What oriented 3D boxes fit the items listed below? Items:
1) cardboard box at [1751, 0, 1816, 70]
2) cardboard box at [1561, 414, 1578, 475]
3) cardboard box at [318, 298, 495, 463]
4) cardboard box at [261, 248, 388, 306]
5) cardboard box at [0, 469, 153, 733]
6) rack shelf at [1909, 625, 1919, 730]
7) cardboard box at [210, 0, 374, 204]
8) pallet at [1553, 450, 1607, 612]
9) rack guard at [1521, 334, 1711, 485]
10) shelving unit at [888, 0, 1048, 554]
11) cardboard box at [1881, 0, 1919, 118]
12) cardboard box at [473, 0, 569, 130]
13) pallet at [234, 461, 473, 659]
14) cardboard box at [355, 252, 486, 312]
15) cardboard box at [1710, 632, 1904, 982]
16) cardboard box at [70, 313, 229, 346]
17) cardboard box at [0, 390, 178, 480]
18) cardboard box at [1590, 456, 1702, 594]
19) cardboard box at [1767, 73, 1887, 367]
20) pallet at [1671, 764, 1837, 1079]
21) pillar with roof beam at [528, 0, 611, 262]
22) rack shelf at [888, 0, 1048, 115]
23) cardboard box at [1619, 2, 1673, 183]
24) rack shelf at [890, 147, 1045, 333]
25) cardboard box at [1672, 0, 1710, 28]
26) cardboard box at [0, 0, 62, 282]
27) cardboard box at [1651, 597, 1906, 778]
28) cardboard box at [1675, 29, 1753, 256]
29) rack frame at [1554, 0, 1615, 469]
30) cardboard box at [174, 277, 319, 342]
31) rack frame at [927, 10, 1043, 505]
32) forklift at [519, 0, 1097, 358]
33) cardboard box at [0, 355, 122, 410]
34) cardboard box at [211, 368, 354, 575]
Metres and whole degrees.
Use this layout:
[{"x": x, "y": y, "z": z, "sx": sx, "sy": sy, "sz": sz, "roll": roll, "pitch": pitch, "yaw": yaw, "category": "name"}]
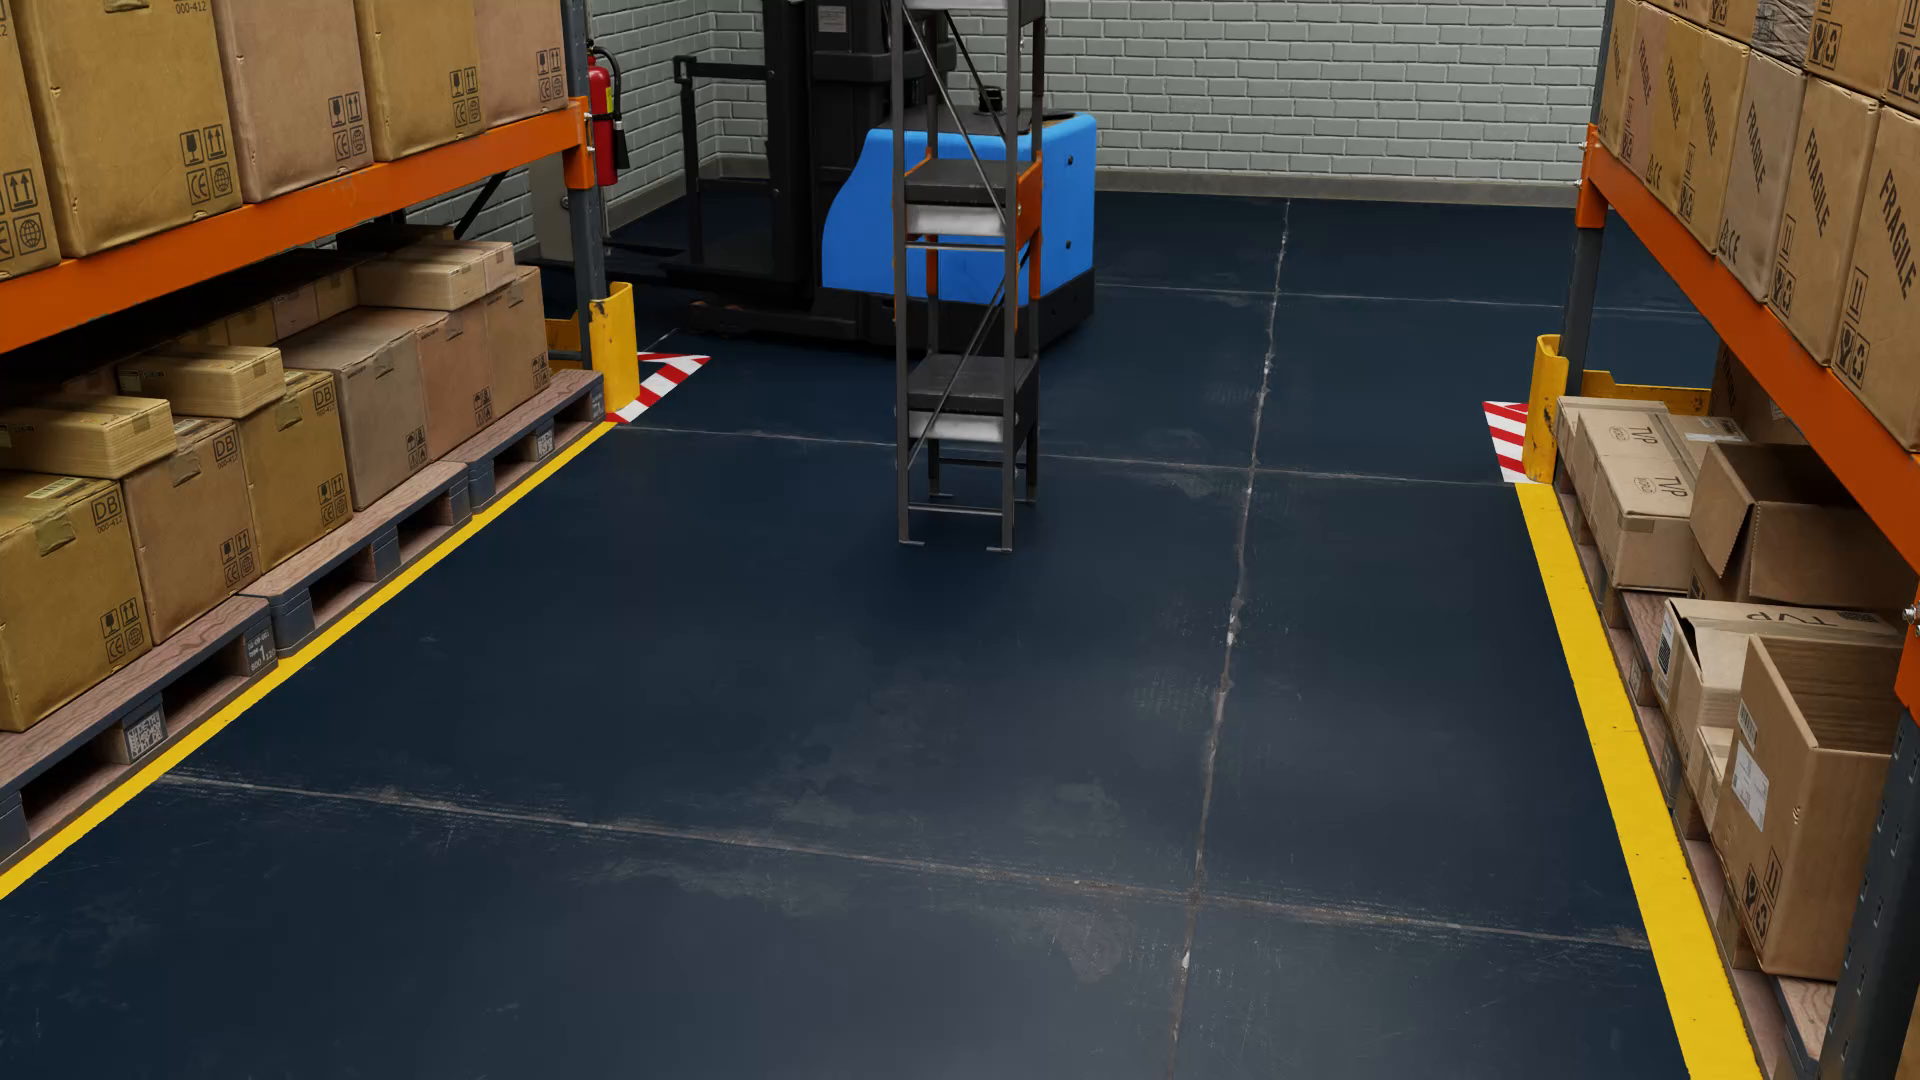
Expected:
[{"x": 2.051, "y": -1.281, "z": 3.548, "sx": 0.500, "sy": 0.500, "sz": 0.500, "roll": 5, "pitch": 22, "yaw": 11, "category": "cardboard box"}, {"x": 2.340, "y": -0.329, "z": 5.859, "sx": 0.380, "sy": 0.166, "sz": 0.250, "roll": 4, "pitch": 22, "yaw": 11, "category": "cardboard box"}, {"x": -2.184, "y": -0.622, "z": 6.168, "sx": 0.700, "sy": 0.500, "sz": 0.500, "roll": 4, "pitch": 22, "yaw": 11, "category": "cardboard box"}, {"x": -2.355, "y": -0.982, "z": 6.192, "sx": 0.380, "sy": 0.149, "sz": 0.250, "roll": 5, "pitch": 22, "yaw": 11, "category": "cardboard box"}, {"x": -2.601, "y": 0.128, "z": 4.304, "sx": 0.700, "sy": 0.500, "sz": 0.500, "roll": 5, "pitch": 22, "yaw": 12, "category": "cardboard box"}, {"x": 1.589, "y": 0.870, "z": 0.640, "sx": 1.077, "sy": 0.370, "sz": 4.000, "roll": 4, "pitch": 22, "yaw": 11, "category": "rack shelf"}, {"x": -2.434, "y": -1.441, "z": 5.014, "sx": 0.980, "sy": 0.700, "sz": 0.700, "roll": 3, "pitch": 22, "yaw": 8, "category": "cardboard box"}, {"x": 2.636, "y": -0.044, "z": 5.682, "sx": 1.003, "sy": 0.211, "sz": 1.213, "roll": 4, "pitch": 22, "yaw": 11, "category": "pallet"}, {"x": 2.797, "y": -0.470, "z": 6.352, "sx": 1.175, "sy": 0.500, "sz": 0.348, "roll": 4, "pitch": 22, "yaw": 11, "category": "rack guard"}, {"x": 0.034, "y": -1.035, "z": 5.612, "sx": 0.431, "sy": 2.100, "sz": 0.503, "roll": 4, "pitch": 22, "yaw": 11, "category": "shelving unit"}, {"x": 1.847, "y": -0.910, "z": 2.624, "sx": 0.500, "sy": 0.500, "sz": 0.500, "roll": 5, "pitch": 22, "yaw": 11, "category": "cardboard box"}, {"x": -2.132, "y": -1.986, "z": 6.367, "sx": 0.980, "sy": 0.700, "sz": 0.700, "roll": 5, "pitch": 23, "yaw": 13, "category": "cardboard box"}, {"x": -2.375, "y": 0.003, "z": 5.564, "sx": 1.003, "sy": 0.211, "sz": 1.213, "roll": 4, "pitch": 22, "yaw": 11, "category": "pallet"}, {"x": -1.981, "y": -0.952, "z": 6.118, "sx": 0.380, "sy": 0.149, "sz": 0.250, "roll": 5, "pitch": 22, "yaw": 12, "category": "cardboard box"}, {"x": 1.835, "y": 0.531, "z": 3.278, "sx": 0.500, "sy": 0.500, "sz": 0.500, "roll": 4, "pitch": 22, "yaw": 11, "category": "cardboard box"}, {"x": -2.562, "y": -0.611, "z": 5.271, "sx": 0.380, "sy": 0.149, "sz": 0.250, "roll": 4, "pitch": 22, "yaw": 10, "category": "cardboard box"}, {"x": -2.352, "y": -0.284, "z": 4.459, "sx": 0.380, "sy": 0.149, "sz": 0.250, "roll": 5, "pitch": 23, "yaw": 13, "category": "cardboard box"}, {"x": 2.220, "y": -0.043, "z": 5.037, "sx": 0.500, "sy": 0.250, "sz": 0.500, "roll": 4, "pitch": 22, "yaw": 11, "category": "cardboard box"}, {"x": 1.951, "y": -0.632, "z": 3.274, "sx": 0.500, "sy": 0.500, "sz": 0.500, "roll": 5, "pitch": 22, "yaw": 12, "category": "cardboard box"}, {"x": 2.138, "y": 0.848, "z": 3.466, "sx": 1.003, "sy": 0.211, "sz": 1.213, "roll": 4, "pitch": 22, "yaw": 11, "category": "pallet"}, {"x": 1.881, "y": -5.542, "z": 7.568, "sx": 9.100, "sy": 9.000, "sz": 0.400, "roll": 4, "pitch": 22, "yaw": 11, "category": "pillar with roof beam"}, {"x": 0.034, "y": -1.671, "z": 5.355, "sx": 0.431, "sy": 0.518, "sz": 0.480, "roll": 4, "pitch": 22, "yaw": 11, "category": "rack shelf"}, {"x": 2.364, "y": -1.373, "z": 5.113, "sx": 0.500, "sy": 0.500, "sz": 0.500, "roll": 4, "pitch": 22, "yaw": 10, "category": "cardboard box"}, {"x": 0.034, "y": -1.022, "z": 5.617, "sx": 0.431, "sy": 0.518, "sz": 0.480, "roll": 4, "pitch": 22, "yaw": 11, "category": "rack shelf"}, {"x": 2.258, "y": -1.651, "z": 4.466, "sx": 0.500, "sy": 0.500, "sz": 0.500, "roll": 5, "pitch": 22, "yaw": 12, "category": "cardboard box"}, {"x": -2.727, "y": -0.907, "z": 3.689, "sx": 0.980, "sy": 0.700, "sz": 0.700, "roll": 5, "pitch": 22, "yaw": 12, "category": "cardboard box"}, {"x": 1.988, "y": 0.344, "z": 3.994, "sx": 0.500, "sy": 0.311, "sz": 0.500, "roll": 4, "pitch": 22, "yaw": 11, "category": "cardboard box"}, {"x": 2.155, "y": -1.007, "z": 4.204, "sx": 0.500, "sy": 0.500, "sz": 0.500, "roll": 5, "pitch": 22, "yaw": 12, "category": "cardboard box"}, {"x": 2.813, "y": -1.658, "z": 5.954, "sx": 1.000, "sy": 3.000, "sz": 0.127, "roll": 4, "pitch": 22, "yaw": 11, "category": "rack frame"}, {"x": -2.458, "y": -0.797, "z": 5.734, "sx": 0.380, "sy": 0.149, "sz": 0.250, "roll": 5, "pitch": 22, "yaw": 12, "category": "cardboard box"}, {"x": 0.084, "y": -1.124, "z": 5.833, "sx": 0.400, "sy": 2.100, "sz": 0.015, "roll": 4, "pitch": 22, "yaw": 11, "category": "rack frame"}, {"x": -0.872, "y": -2.542, "z": 8.243, "sx": 3.031, "sy": 2.935, "sz": 1.130, "roll": 10, "pitch": 24, "yaw": 22, "category": "forklift"}, {"x": -2.666, "y": -0.424, "z": 4.807, "sx": 0.380, "sy": 0.149, "sz": 0.250, "roll": 4, "pitch": 22, "yaw": 9, "category": "cardboard box"}, {"x": -2.388, "y": -0.243, "z": 5.225, "sx": 0.700, "sy": 0.500, "sz": 0.500, "roll": 5, "pitch": 22, "yaw": 12, "category": "cardboard box"}]
